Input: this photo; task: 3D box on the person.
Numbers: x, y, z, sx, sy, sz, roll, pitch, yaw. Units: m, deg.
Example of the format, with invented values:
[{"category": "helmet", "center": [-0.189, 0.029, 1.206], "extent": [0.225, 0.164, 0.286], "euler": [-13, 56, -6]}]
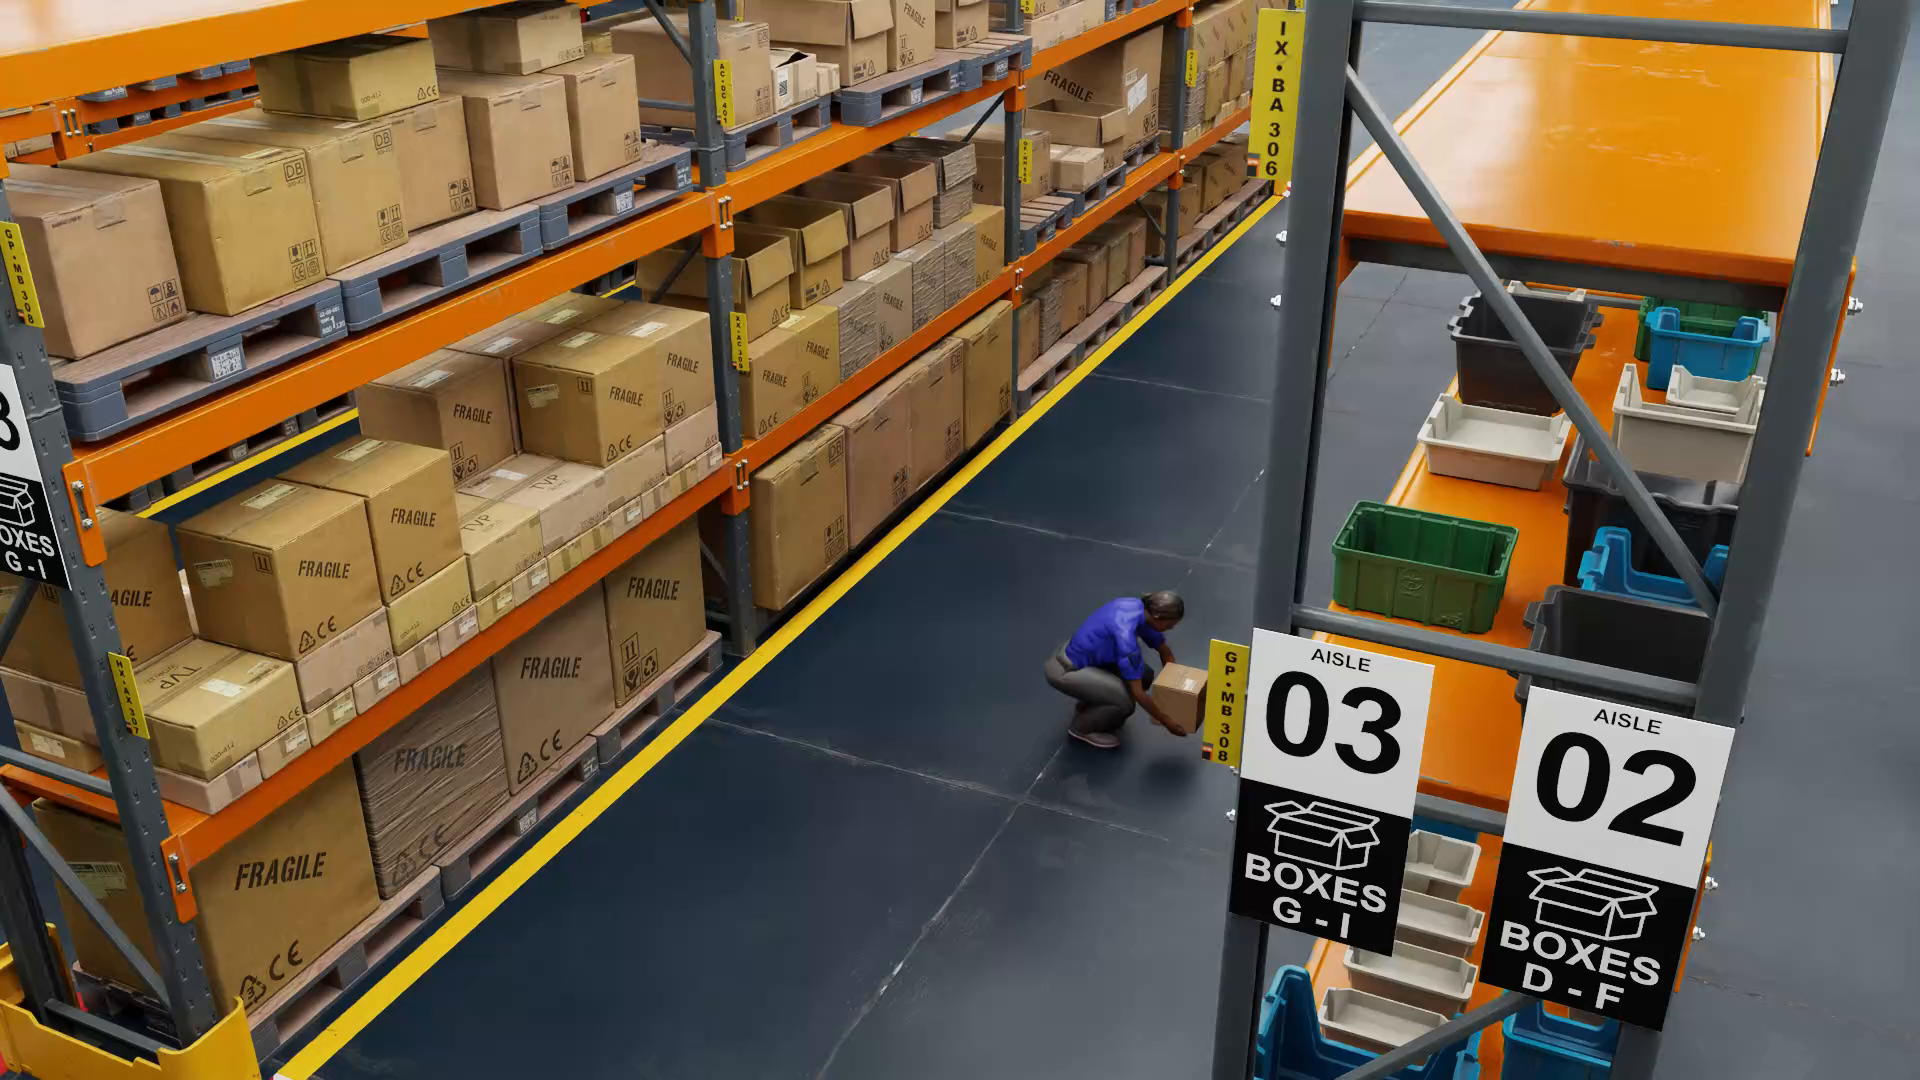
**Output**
[{"category": "person", "center": [0.874, 0.661, 8.936], "extent": [0.826, 0.916, 0.505], "euler": [11, 29, 22]}]
